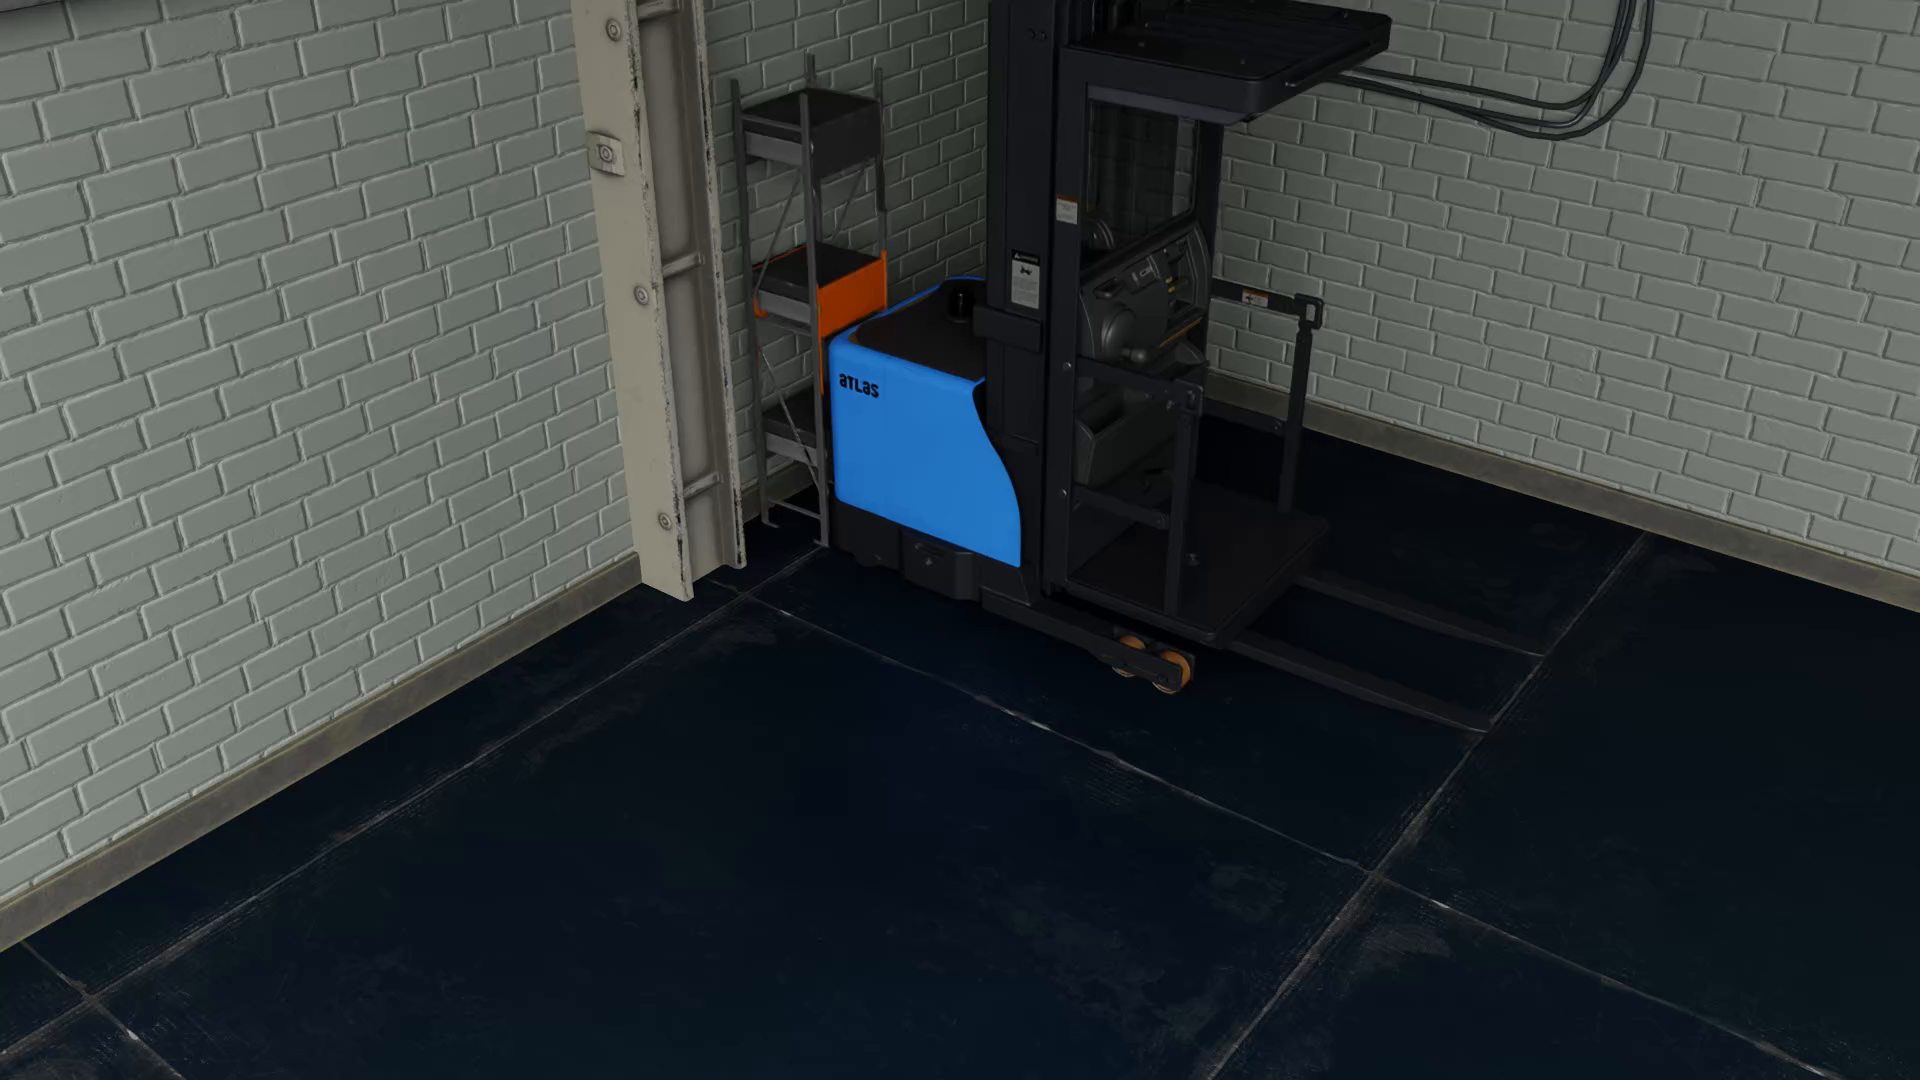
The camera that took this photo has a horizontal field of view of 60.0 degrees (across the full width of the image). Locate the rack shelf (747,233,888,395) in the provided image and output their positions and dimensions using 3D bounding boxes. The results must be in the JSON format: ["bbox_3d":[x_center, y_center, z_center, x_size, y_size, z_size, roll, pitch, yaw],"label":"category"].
[{"bbox_3d":[-0.633,-1.020,7.438,0.431,0.518,0.480,20,36,30],"label":"rack shelf"}]

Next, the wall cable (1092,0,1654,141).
[{"bbox_3d":[1.626,-3.182,7.339,3.097,2.526,0.112,21,37,31],"label":"wall cable"}]

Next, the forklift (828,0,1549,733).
[{"bbox_3d":[0.911,-0.951,6.480,3.031,2.935,1.130,20,36,30],"label":"forklift"}]

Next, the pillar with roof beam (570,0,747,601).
[{"bbox_3d":[2.225,-2.403,2.978,9.100,9.000,0.400,21,37,31],"label":"pillar with roof beam"}]

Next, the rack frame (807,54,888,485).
[{"bbox_3d":[-0.493,-1.133,7.603,0.400,2.100,0.015,20,36,30],"label":"rack frame"}]

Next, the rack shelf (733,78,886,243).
[{"bbox_3d":[-0.633,-1.622,7.081,0.431,0.518,0.480,20,36,30],"label":"rack shelf"}]

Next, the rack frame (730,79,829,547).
[{"bbox_3d":[-0.774,-0.930,7.259,0.400,2.100,0.015,20,36,30],"label":"rack frame"}]

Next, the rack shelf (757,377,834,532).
[{"bbox_3d":[-0.633,-0.417,7.795,0.431,0.518,0.480,20,36,30],"label":"rack shelf"}]

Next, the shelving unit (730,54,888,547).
[{"bbox_3d":[-0.633,-1.031,7.431,0.431,2.100,0.503,20,36,30],"label":"shelving unit"}]
